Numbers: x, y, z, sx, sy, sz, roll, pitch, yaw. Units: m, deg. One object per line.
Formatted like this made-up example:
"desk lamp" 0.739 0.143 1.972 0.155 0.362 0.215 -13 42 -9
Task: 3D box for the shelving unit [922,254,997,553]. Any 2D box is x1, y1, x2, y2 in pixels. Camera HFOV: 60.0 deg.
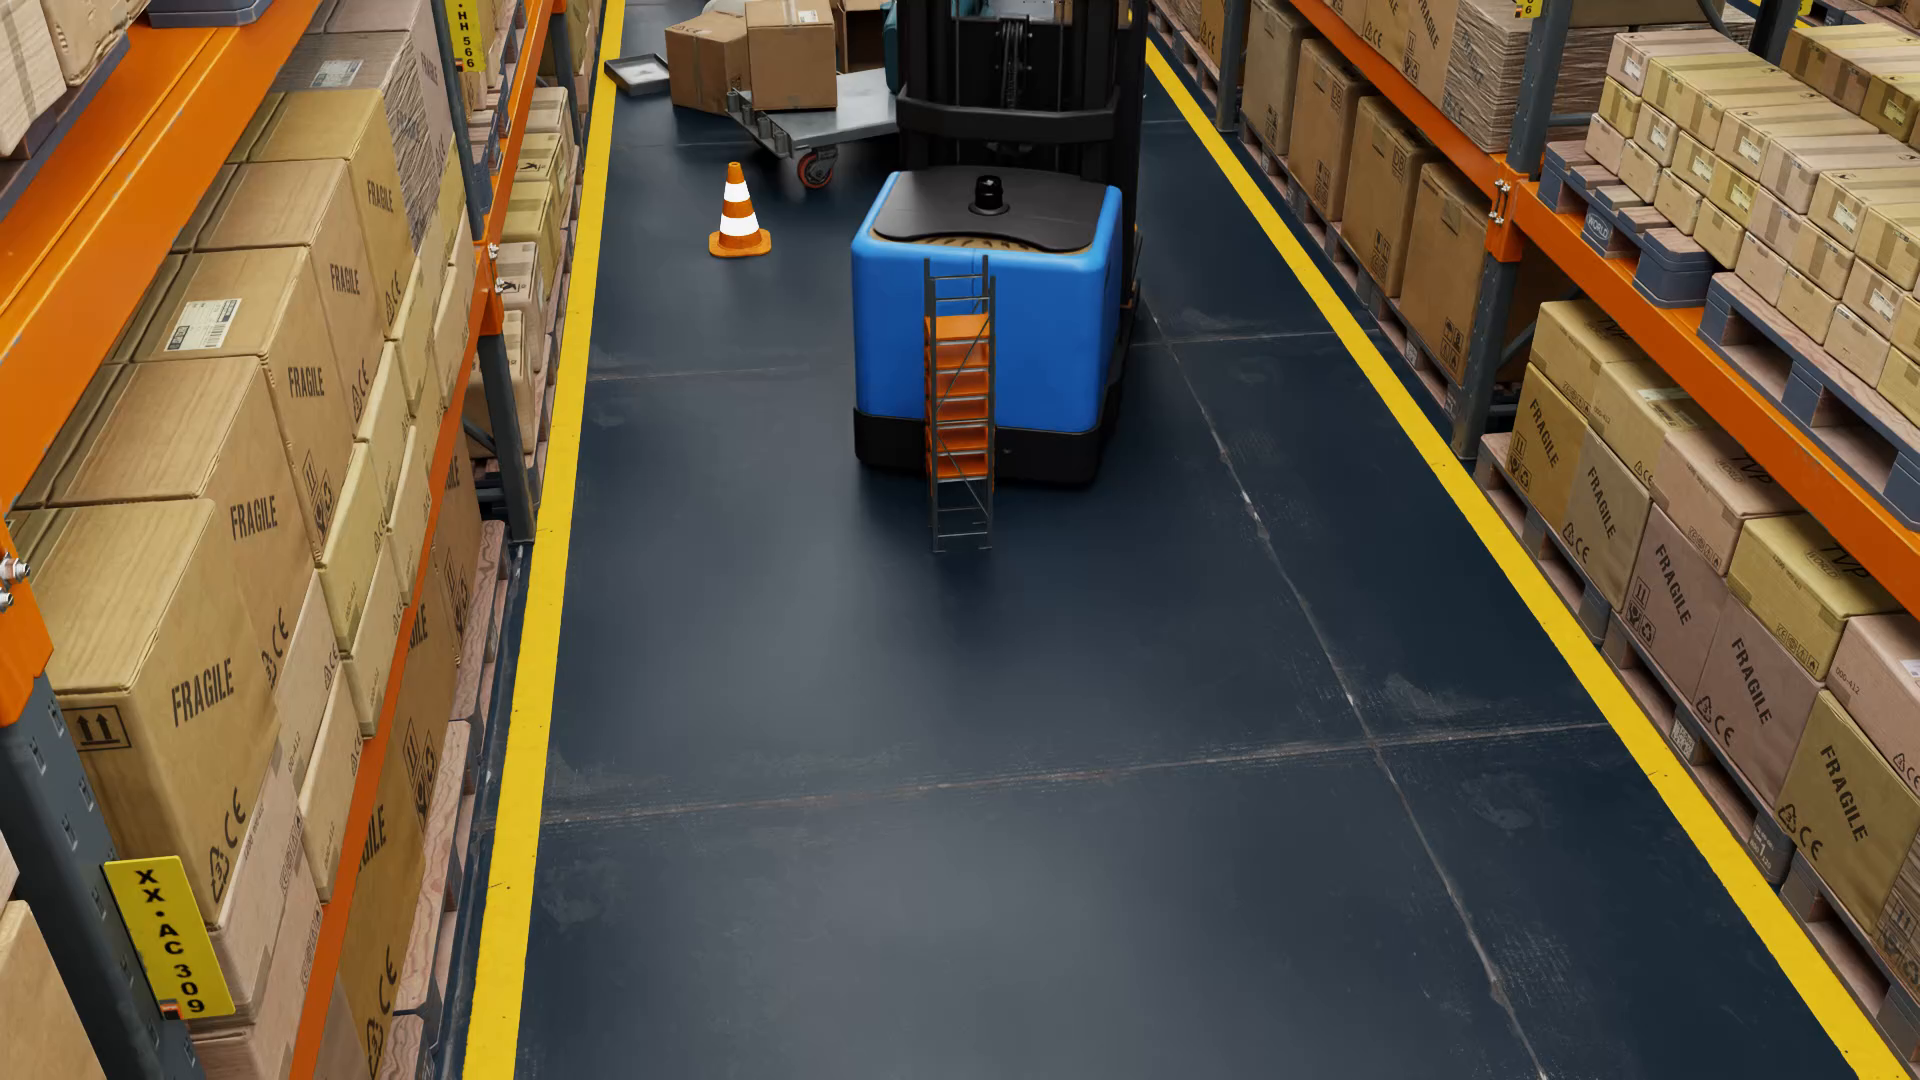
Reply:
"shelving unit" -0.002 -0.504 6.424 0.258 1.200 0.189 -4 35 -6

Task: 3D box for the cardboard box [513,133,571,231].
"cardboard box" -2.589 -1.847 8.757 0.950 0.372 0.625 -2 34 -3

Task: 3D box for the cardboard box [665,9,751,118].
"cardboard box" -1.558 -3.121 10.884 0.500 0.500 0.500 20 39 26

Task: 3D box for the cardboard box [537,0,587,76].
"cardboard box" -2.574 -3.149 10.110 0.500 0.500 0.500 -3 34 -4

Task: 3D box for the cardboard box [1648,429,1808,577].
"cardboard box" 2.642 -0.139 5.471 0.500 0.250 0.500 -4 34 -6

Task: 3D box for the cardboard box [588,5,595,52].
"cardboard box" -2.731 -3.432 11.192 0.500 0.250 0.500 -5 35 -7

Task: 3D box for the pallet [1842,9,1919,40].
"pallet" 6.933 -3.423 11.585 1.003 0.211 1.213 -4 35 -6

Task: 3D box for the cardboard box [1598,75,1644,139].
"cardboard box" 2.533 -1.559 5.961 0.380 0.149 0.250 -3 34 -4

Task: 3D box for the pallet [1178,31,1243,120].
"pallet" 2.105 -3.162 11.202 1.003 0.211 1.213 -4 35 -6

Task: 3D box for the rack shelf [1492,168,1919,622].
"rack shelf" 2.936 -0.238 5.075 1.077 0.370 4.000 -4 35 -6

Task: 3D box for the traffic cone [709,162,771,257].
"traffic cone" -1.208 -1.818 9.007 0.336 0.463 0.334 -4 35 -6

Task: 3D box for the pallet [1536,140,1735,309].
"pallet" 2.869 -1.183 5.992 1.213 0.211 1.003 -4 35 -6

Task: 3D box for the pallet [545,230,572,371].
"pallet" -2.489 -1.183 8.299 1.003 0.211 1.213 -4 35 -6

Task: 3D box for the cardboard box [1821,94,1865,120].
"cardboard box" 3.223 -1.454 5.806 0.380 0.149 0.250 -3 34 -5

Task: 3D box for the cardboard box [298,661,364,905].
"cardboard box" -1.555 0.520 3.457 0.500 0.250 0.500 -5 35 -8

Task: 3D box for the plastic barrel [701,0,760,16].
"plastic barrel" -1.522 -3.582 11.630 0.512 0.421 0.421 20 39 26

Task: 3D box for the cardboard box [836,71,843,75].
"cardboard box" -0.745 -2.940 10.828 0.396 0.266 0.258 27 43 34

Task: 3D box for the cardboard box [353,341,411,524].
"cardboard box" -1.675 -0.254 4.148 0.500 0.250 0.500 -5 35 -8

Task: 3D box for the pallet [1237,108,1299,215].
"pallet" 2.308 -2.306 9.947 1.003 0.211 1.213 -4 35 -6

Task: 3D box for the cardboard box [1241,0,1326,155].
"cardboard box" 2.302 -2.788 9.802 1.050 0.750 0.750 -5 35 -7

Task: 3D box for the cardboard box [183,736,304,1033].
"cardboard box" -1.466 0.600 2.895 0.500 0.250 0.500 -5 35 -8

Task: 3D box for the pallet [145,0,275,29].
"pallet" -1.932 -1.403 3.649 1.003 0.211 1.213 -3 34 -4

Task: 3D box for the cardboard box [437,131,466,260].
"cardboard box" -1.907 -1.114 5.410 0.500 0.250 0.500 -4 35 -7

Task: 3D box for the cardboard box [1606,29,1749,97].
"cardboard box" 2.538 -1.692 5.891 0.380 0.149 0.250 -4 35 -6

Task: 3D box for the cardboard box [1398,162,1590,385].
"cardboard box" 2.675 -1.242 7.534 1.050 0.750 0.750 -5 35 -7

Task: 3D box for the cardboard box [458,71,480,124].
"cardboard box" -2.055 -1.827 6.041 0.500 0.500 0.500 -5 35 -8

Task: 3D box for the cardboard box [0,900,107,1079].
"cardboard box" -1.349 0.800 1.936 0.500 0.500 0.500 -5 35 -7

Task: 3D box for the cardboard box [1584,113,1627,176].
"cardboard box" 2.527 -1.456 6.073 0.380 0.149 0.250 -5 35 -7

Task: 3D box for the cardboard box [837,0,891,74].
"cardboard box" -0.421 -3.399 11.171 0.797 0.637 0.503 -4 35 -6

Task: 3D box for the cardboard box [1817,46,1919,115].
"cardboard box" 3.219 -1.588 5.738 0.380 0.149 0.250 -5 35 -7

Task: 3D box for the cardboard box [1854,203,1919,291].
"cardboard box" 2.746 -0.822 4.614 0.380 0.149 0.250 -5 35 -7

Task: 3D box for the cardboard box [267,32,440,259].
"cardboard box" -1.818 -1.120 4.754 0.500 0.500 0.500 -4 34 -6

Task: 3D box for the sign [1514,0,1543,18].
"sign" 2.118 -2.086 6.119 0.100 0.325 0.005 -4 35 -6

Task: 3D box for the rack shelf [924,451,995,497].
"rack shelf" -0.002 -0.269 6.584 0.258 0.103 0.180 -4 35 -6

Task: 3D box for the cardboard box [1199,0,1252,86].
"cardboard box" 2.114 -3.535 10.788 0.875 0.875 0.875 -4 34 -6

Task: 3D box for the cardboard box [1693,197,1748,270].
"cardboard box" 2.638 -1.006 5.412 0.380 0.149 0.250 -3 34 -4

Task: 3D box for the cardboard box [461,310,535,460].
"cardboard box" -2.290 -0.624 6.962 0.950 0.372 0.625 -7 35 -10

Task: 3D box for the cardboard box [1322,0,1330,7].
"cardboard box" 2.067 -3.050 8.473 0.500 0.500 0.500 -5 35 -7

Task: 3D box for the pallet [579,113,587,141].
"pallet" -2.887 -2.672 10.484 1.003 0.211 1.213 -4 35 -6

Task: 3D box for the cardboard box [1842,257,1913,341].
"cardboard box" 2.748 -0.690 4.686 0.380 0.149 0.250 -3 34 -5

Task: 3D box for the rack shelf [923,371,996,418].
"rack shelf" -0.002 -0.566 6.381 0.258 0.103 0.180 -4 35 -6

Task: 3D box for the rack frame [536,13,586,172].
"rack frame" -2.762 -3.452 9.152 1.000 3.000 0.127 -4 35 -6

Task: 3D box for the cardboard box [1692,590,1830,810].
"cardboard box" 2.723 0.473 5.239 0.500 0.500 0.500 -5 35 -7

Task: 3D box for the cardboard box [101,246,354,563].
"cardboard box" -1.621 -0.272 3.509 0.500 0.500 0.500 -5 35 -8

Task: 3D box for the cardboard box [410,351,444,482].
"cardboard box" -1.763 -0.330 4.703 0.500 0.250 0.500 -5 35 -7

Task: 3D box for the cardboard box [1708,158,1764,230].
"cardboard box" 2.645 -1.119 5.314 0.380 0.149 0.250 -4 35 -6

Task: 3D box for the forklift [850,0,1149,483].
"forklift" 0.310 -2.270 7.478 1.130 2.935 3.031 6 35 8

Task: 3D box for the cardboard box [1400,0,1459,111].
"cardboard box" 2.275 -2.202 7.229 0.500 0.500 0.500 -4 35 -6

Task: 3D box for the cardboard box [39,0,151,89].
"cardboard box" -1.517 -0.956 2.364 0.500 0.500 0.500 -5 35 -7

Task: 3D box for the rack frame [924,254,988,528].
"rack frame" -0.014 -0.555 6.499 0.240 1.200 0.006 -4 35 -6

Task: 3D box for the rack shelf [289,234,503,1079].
"rack shelf" -1.955 0.193 4.442 1.077 0.370 4.000 -4 35 -6

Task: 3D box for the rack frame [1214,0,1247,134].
"rack frame" 2.129 -3.884 9.785 1.000 3.000 0.127 -4 35 -6

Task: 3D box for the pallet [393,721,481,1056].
"pallet" -2.032 1.057 5.011 1.003 0.211 1.213 -4 35 -6

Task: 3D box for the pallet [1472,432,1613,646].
"pallet" 2.771 -0.063 6.655 1.003 0.211 1.213 -4 35 -6

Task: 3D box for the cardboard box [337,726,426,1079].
"cardboard box" -1.978 0.873 4.319 0.875 0.875 0.875 -3 34 -5

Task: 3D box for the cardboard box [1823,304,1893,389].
"cardboard box" 2.741 -0.571 4.775 0.380 0.149 0.250 -5 35 -8

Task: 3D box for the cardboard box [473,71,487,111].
"cardboard box" -2.079 -1.802 6.581 0.380 0.149 0.250 -7 35 -9

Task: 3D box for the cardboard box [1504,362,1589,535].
"cardboard box" 2.510 -0.378 6.488 0.500 0.500 0.500 -6 35 -8

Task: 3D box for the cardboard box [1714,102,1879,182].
"cardboard box" 2.640 -1.260 5.257 0.380 0.149 0.250 -6 35 -8
